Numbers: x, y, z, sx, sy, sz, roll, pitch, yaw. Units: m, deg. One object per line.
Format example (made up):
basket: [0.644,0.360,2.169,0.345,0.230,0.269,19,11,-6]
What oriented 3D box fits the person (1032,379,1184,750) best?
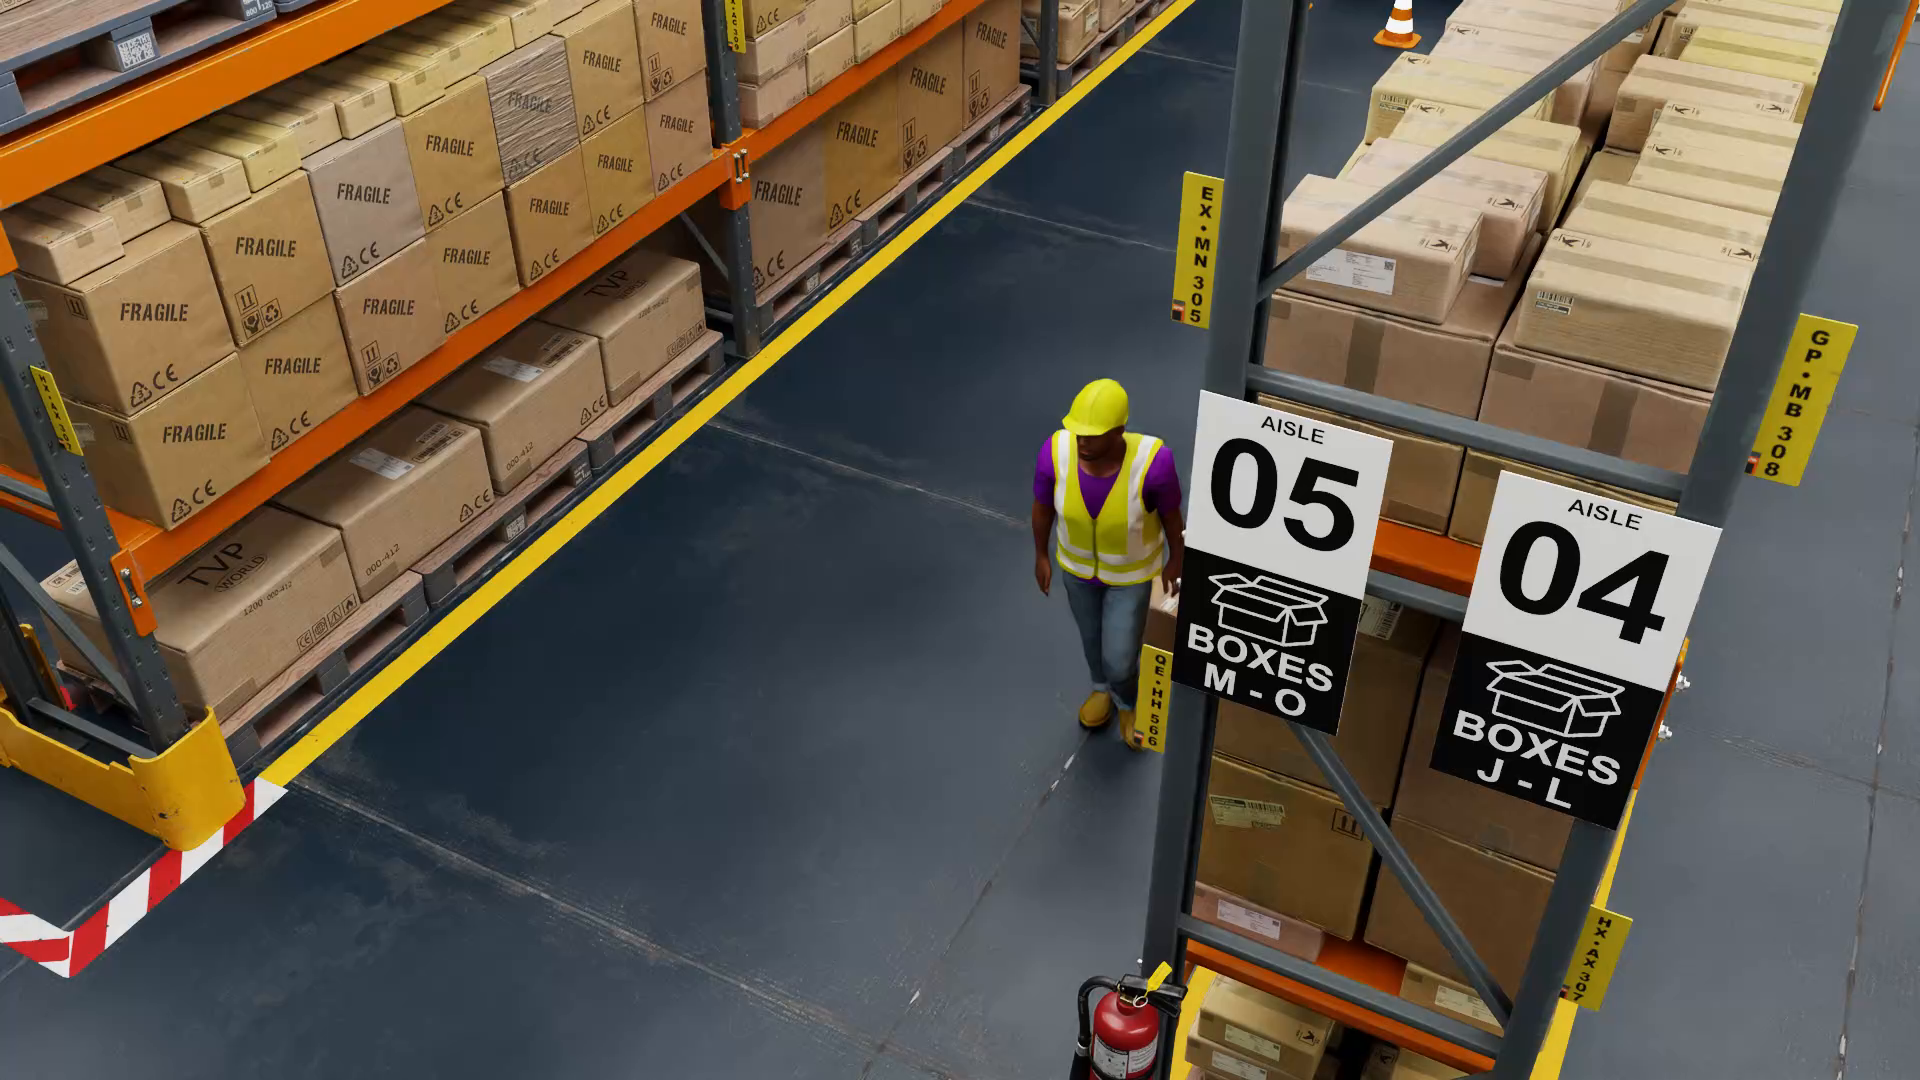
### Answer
person: [0.574,0.086,6.588,0.609,1.744,0.523,16,40,19]
